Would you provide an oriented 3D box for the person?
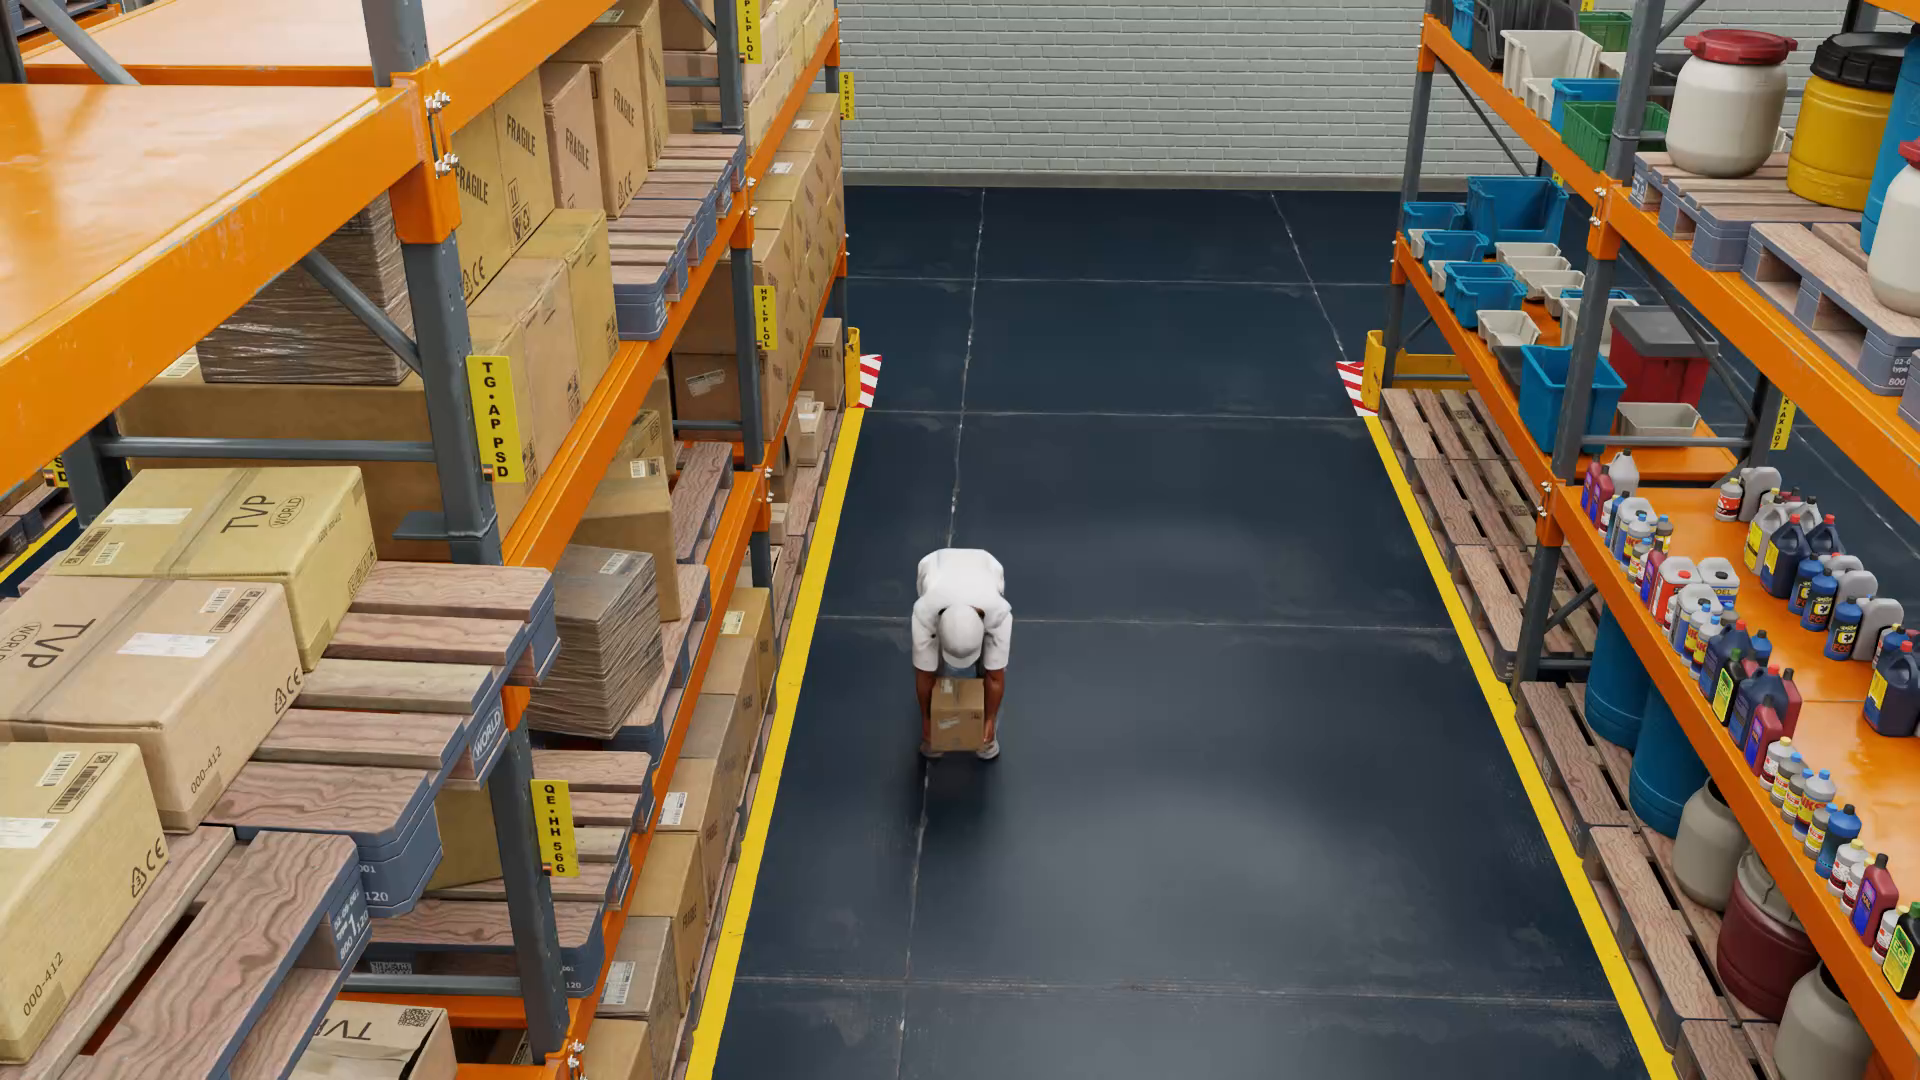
[{"bbox_3d":[0.010,0.640,8.040,0.479,1.148,0.974,1,28,1],"label":"person"}]
